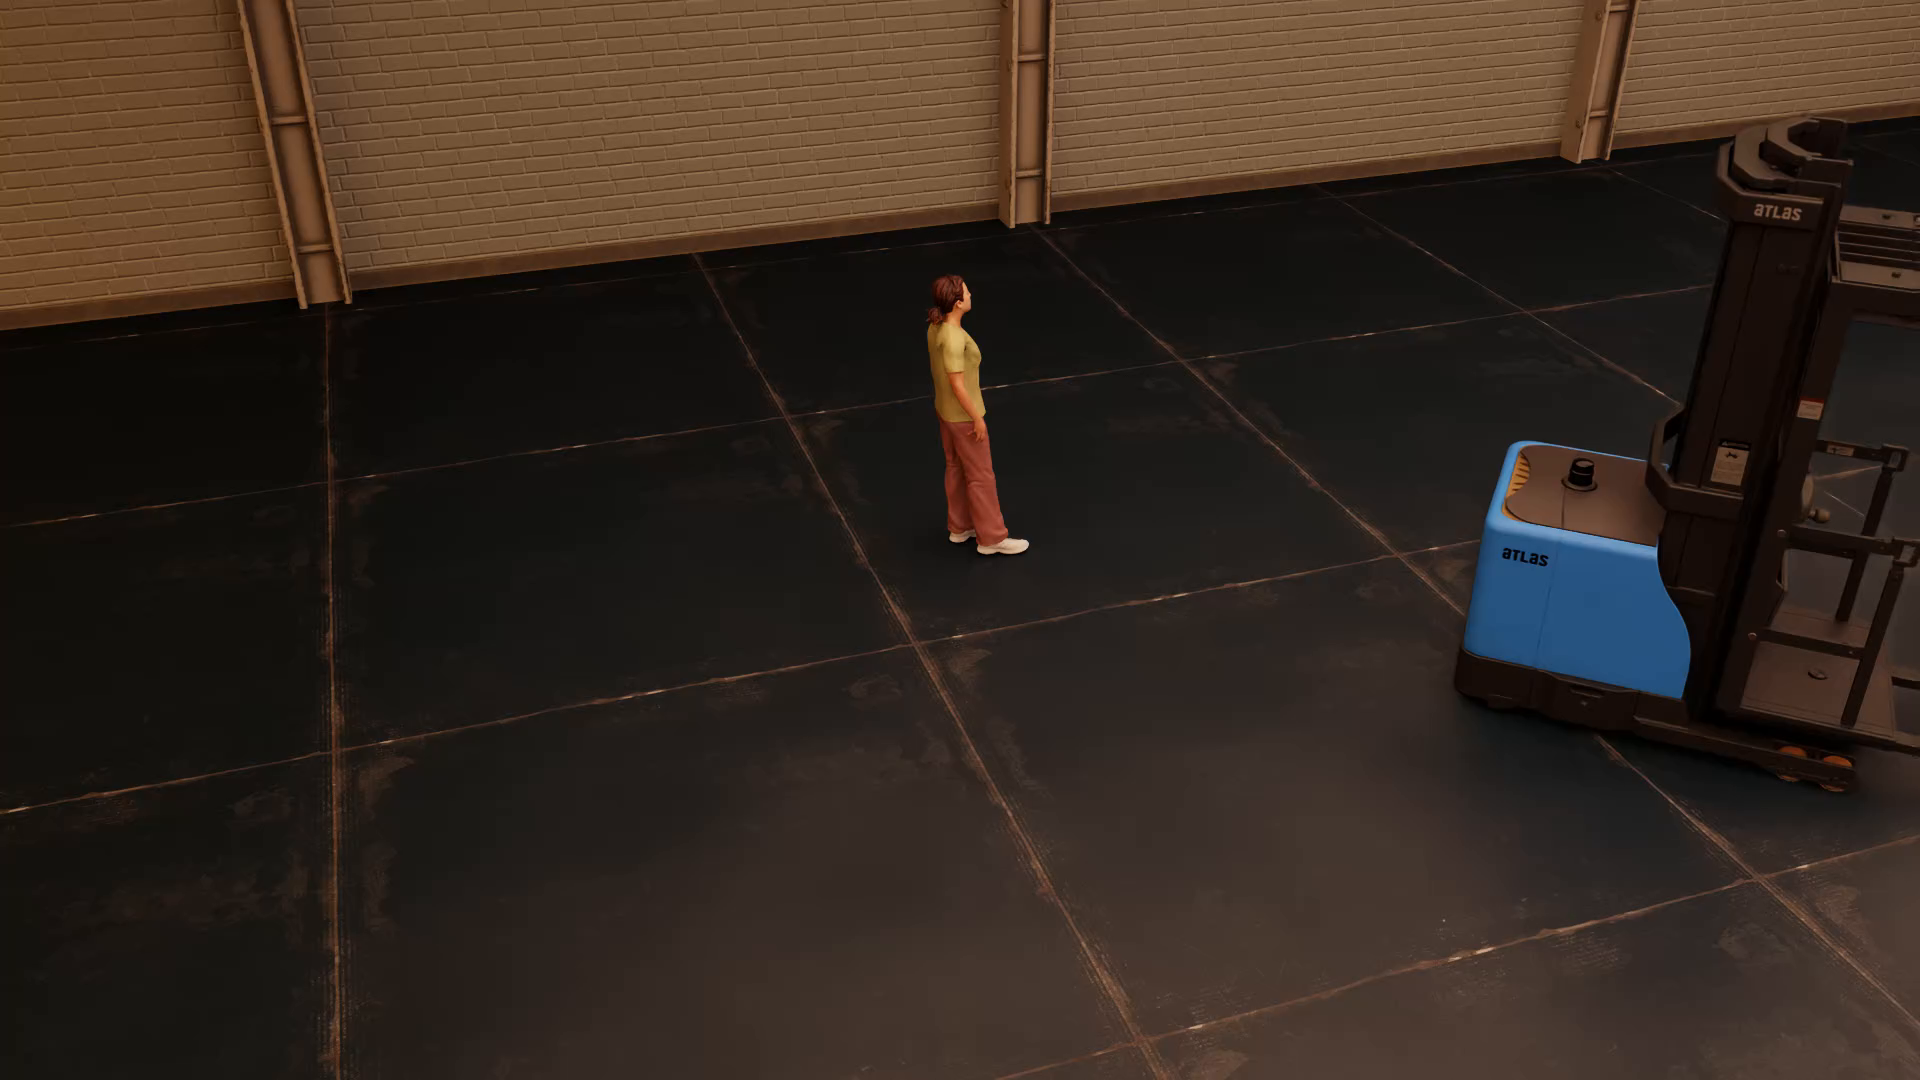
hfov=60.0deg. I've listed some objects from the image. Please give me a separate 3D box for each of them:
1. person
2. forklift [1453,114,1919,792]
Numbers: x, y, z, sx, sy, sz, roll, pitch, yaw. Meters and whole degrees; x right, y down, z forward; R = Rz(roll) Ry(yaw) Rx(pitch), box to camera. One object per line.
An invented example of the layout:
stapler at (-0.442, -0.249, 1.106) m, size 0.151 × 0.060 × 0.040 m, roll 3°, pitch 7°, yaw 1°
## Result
person at (0.073, -0.739, 9.615) m, size 0.549 × 1.675 × 0.553 m, roll -10°, pitch 31°, yaw -16°
forklift at (4.115, -0.372, 7.734) m, size 3.031 × 2.935 × 1.130 m, roll 12°, pitch 32°, yaw 20°
